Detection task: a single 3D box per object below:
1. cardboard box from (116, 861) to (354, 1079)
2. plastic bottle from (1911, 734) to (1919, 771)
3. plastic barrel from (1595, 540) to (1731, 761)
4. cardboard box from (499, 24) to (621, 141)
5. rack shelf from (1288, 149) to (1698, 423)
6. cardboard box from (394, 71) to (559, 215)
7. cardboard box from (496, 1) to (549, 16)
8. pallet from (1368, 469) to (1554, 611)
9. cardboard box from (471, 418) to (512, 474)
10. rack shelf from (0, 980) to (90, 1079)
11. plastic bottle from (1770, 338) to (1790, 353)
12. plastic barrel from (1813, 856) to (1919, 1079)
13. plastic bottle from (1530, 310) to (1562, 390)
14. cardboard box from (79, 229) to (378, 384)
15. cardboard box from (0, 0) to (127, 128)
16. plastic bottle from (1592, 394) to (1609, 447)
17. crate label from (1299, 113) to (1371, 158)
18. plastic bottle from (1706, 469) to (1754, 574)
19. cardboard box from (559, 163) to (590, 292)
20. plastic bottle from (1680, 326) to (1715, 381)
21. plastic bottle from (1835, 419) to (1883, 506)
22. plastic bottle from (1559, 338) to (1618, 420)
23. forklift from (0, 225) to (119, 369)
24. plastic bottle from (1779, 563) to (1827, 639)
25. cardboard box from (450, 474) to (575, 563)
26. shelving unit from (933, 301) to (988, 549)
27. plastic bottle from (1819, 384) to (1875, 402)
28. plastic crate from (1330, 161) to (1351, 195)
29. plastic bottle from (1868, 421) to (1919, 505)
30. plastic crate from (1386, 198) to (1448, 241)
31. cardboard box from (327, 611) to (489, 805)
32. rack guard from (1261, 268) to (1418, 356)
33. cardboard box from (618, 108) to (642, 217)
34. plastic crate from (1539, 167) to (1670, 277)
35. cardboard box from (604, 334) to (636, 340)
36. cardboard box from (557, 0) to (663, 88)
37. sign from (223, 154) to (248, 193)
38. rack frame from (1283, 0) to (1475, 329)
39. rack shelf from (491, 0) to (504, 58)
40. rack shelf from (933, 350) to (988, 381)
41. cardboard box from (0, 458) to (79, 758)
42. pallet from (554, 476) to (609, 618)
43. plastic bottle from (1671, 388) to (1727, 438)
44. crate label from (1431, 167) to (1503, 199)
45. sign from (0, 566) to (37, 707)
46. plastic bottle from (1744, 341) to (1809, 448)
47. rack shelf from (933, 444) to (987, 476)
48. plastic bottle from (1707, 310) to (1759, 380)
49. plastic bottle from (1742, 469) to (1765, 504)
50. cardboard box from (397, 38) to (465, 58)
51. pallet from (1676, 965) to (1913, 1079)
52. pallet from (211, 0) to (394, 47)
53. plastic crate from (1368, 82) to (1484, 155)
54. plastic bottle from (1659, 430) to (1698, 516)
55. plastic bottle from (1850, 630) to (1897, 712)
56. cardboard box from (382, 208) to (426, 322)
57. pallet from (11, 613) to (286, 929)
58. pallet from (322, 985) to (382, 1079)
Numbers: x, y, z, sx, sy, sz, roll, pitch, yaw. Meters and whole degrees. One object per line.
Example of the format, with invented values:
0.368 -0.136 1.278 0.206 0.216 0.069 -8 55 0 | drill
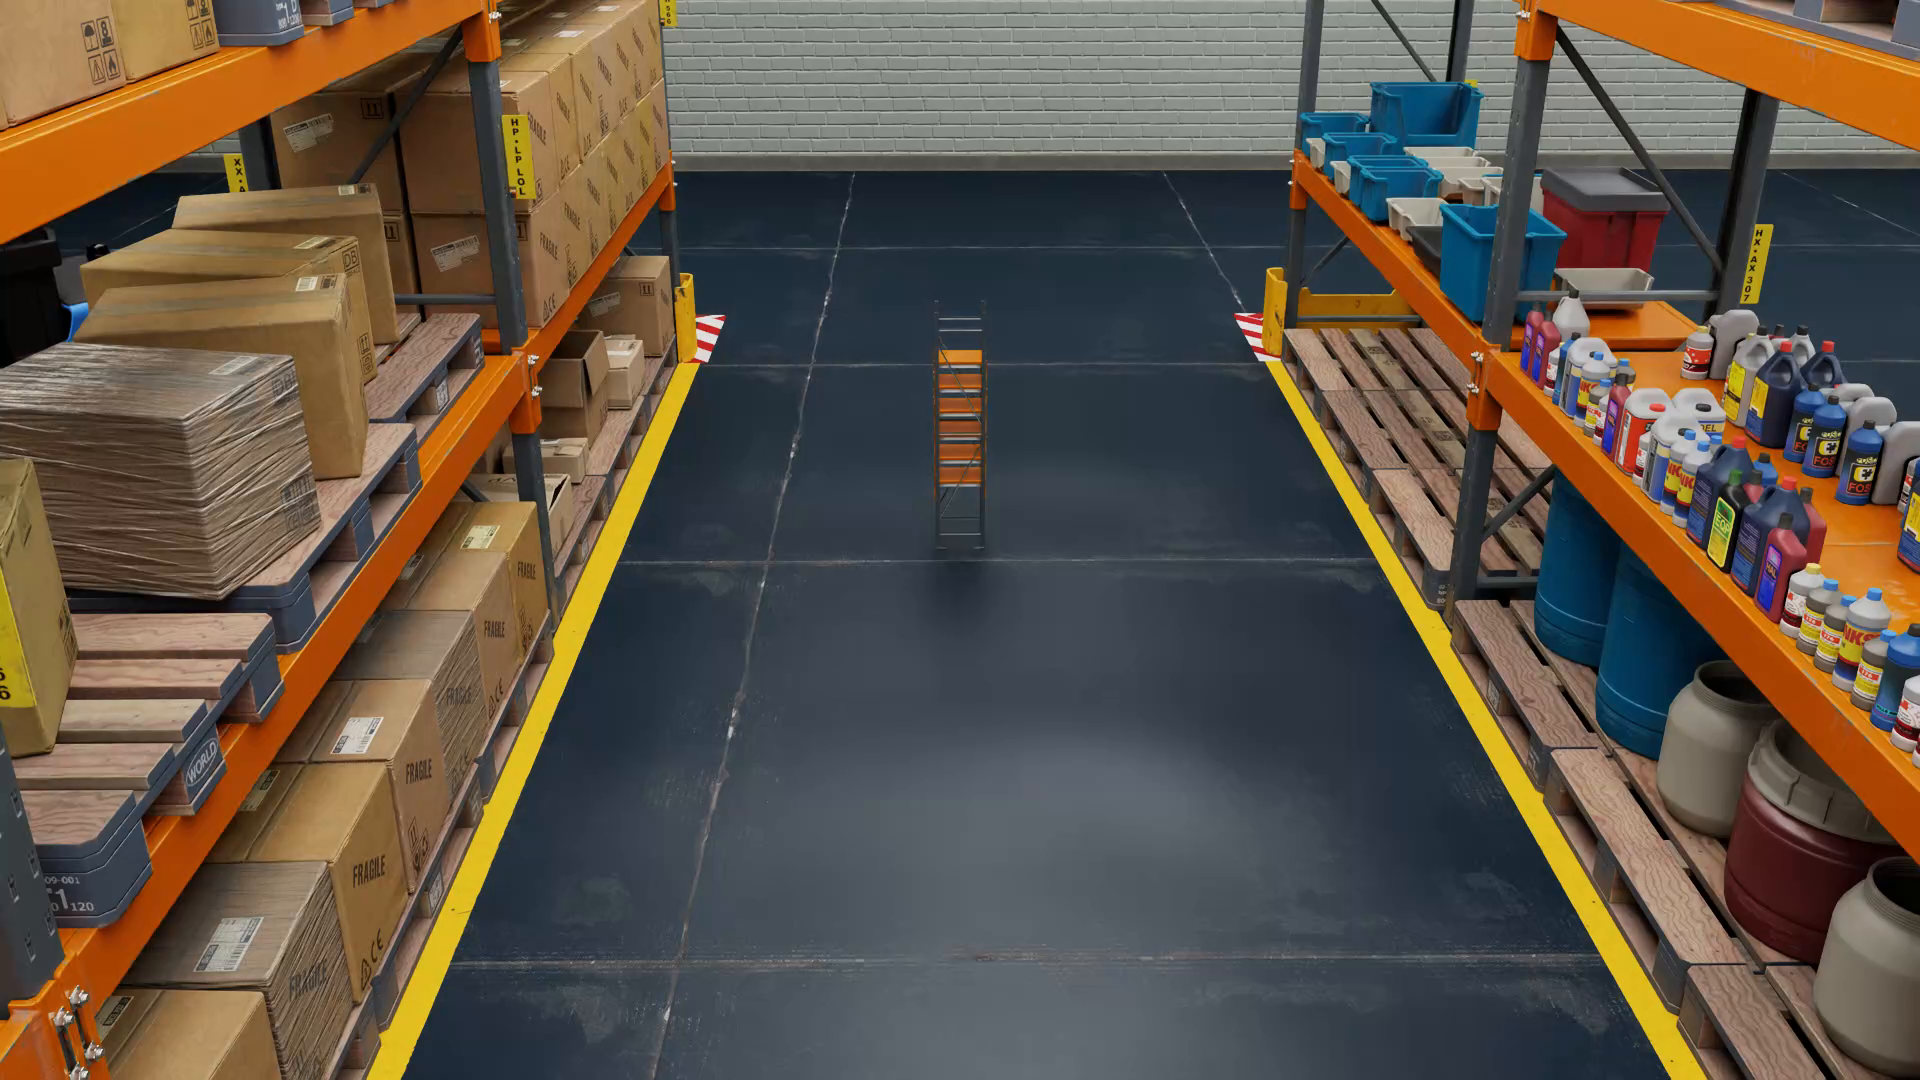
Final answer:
-1.972 1.213 4.428 0.500 0.500 0.500 -1 24 -2 | cardboard box
2.295 0.441 3.876 0.097 0.201 0.097 0 24 0 | plastic bottle
2.665 0.290 6.004 0.600 0.901 0.708 0 24 -1 | plastic barrel
-2.027 -2.303 8.368 0.500 0.500 0.500 0 24 1 | cardboard box
2.646 -1.487 8.770 1.077 0.370 4.000 0 24 -1 | rack shelf
-2.009 -1.666 6.959 0.500 0.500 0.500 0 24 1 | cardboard box
-2.574 -2.720 9.288 0.500 0.500 0.500 0 24 0 | cardboard box
2.621 -0.023 8.044 1.003 0.211 1.213 0 24 -1 | pallet
-2.583 -0.487 8.417 0.500 0.311 0.500 0 24 -1 | cardboard box
-2.220 1.831 1.435 1.077 0.370 4.000 0 24 -1 | rack shelf
3.000 -0.622 6.136 0.152 0.276 0.135 0 24 -1 | plastic bottle
2.594 1.166 4.540 0.421 0.512 0.421 0 24 0 | plastic barrel
2.247 -0.729 6.364 0.061 0.283 0.133 0 24 -1 | plastic bottle
-2.433 -0.727 5.587 0.700 0.500 0.500 4 25 8 | cardboard box
-2.285 -1.123 3.332 0.910 0.500 0.500 0 24 -1 | cardboard box
2.272 -0.428 5.798 0.097 0.201 0.097 0 24 0 | plastic bottle
2.298 -2.486 10.238 0.416 0.233 0.303 0 24 -1 | crate label
2.265 -0.056 4.875 0.061 0.283 0.133 0 24 -1 | plastic bottle
-2.027 -1.437 7.667 0.500 0.500 0.500 0 24 0 | cardboard box
2.871 -0.731 6.466 0.097 0.201 0.097 0 24 0 | plastic bottle
2.885 -0.253 5.326 0.097 0.271 0.097 0 24 0 | plastic bottle
2.296 -0.591 6.066 0.152 0.276 0.135 0 24 -1 | plastic bottle
-5.197 -1.395 7.777 1.130 2.935 3.031 18 30 34 | forklift
2.288 0.160 4.497 0.097 0.201 0.097 0 24 0 | plastic bottle
-2.073 -0.119 7.602 0.500 0.311 0.500 0 24 -1 | cardboard box
0.000 -0.541 7.990 0.258 1.200 0.189 0 24 -1 | shelving unit
3.005 -0.414 5.677 0.152 0.276 0.135 0 24 -1 | plastic bottle
2.226 -2.030 9.347 0.250 0.136 0.298 0 24 -1 | plastic crate
3.009 -0.263 5.343 0.152 0.276 0.135 0 24 -1 | plastic bottle
2.348 -1.614 8.425 0.293 0.136 0.466 0 24 -1 | plastic crate
-1.991 0.581 5.824 0.500 0.500 0.500 0 24 0 | cardboard box
2.611 -1.509 10.981 1.175 0.500 0.348 0 24 -1 | rack guard
-2.043 -2.061 9.045 0.500 0.500 0.500 0 24 0 | cardboard box
2.909 -1.416 7.590 0.402 0.464 0.583 0 24 -1 | plastic crate
-2.162 -1.137 10.028 0.380 0.166 0.250 0 24 -1 | cardboard box
-2.049 -2.937 9.769 0.500 0.500 0.500 0 24 -1 | cardboard box
-2.828 -1.358 6.563 0.100 0.325 0.005 0 24 -1 | sign
2.624 -2.639 10.444 1.000 3.000 0.127 0 24 -1 | rack frame
-2.307 -2.833 8.106 1.077 0.370 4.000 0 24 -1 | rack shelf
0.000 -0.828 7.860 0.258 0.103 0.180 0 24 -1 | rack shelf
-2.361 0.183 3.575 0.700 0.500 0.500 -9 26 -18 | cardboard box
-2.292 0.018 7.954 1.003 0.211 1.213 0 24 -1 | pallet
2.454 -0.360 5.558 0.152 0.276 0.135 0 24 -1 | plastic bottle
2.831 -1.976 9.227 0.396 0.136 0.243 0 24 -1 | crate label
-1.686 0.147 2.879 0.100 0.325 0.005 0 24 -1 | sign
2.863 -0.514 5.806 0.144 0.351 0.185 0 24 -1 | plastic bottle
0.000 -0.391 8.057 0.258 0.103 0.180 0 24 -1 | rack shelf
2.996 -0.773 6.469 0.152 0.276 0.135 0 24 -1 | plastic bottle
2.326 -0.056 4.875 0.061 0.283 0.133 0 24 -1 | plastic bottle
-2.563 -2.097 7.911 0.500 0.500 0.500 0 24 0 | cardboard box
2.661 1.604 4.448 1.003 0.211 1.213 0 24 -1 | pallet
-2.334 -1.554 4.635 1.213 0.211 1.003 0 24 -1 | pallet
2.815 -2.545 10.121 0.616 0.435 0.499 0 24 -1 | plastic crate
2.279 -0.214 5.240 0.097 0.271 0.097 0 24 0 | plastic bottle
2.292 0.321 4.142 0.097 0.201 0.097 0 24 0 | plastic bottle
-2.547 -1.220 7.186 0.500 0.500 0.500 0 24 0 | cardboard box
-2.319 0.487 3.766 1.213 0.211 1.003 0 24 -1 | pallet
-2.212 1.641 4.365 1.003 0.211 1.213 0 24 -1 | pallet
